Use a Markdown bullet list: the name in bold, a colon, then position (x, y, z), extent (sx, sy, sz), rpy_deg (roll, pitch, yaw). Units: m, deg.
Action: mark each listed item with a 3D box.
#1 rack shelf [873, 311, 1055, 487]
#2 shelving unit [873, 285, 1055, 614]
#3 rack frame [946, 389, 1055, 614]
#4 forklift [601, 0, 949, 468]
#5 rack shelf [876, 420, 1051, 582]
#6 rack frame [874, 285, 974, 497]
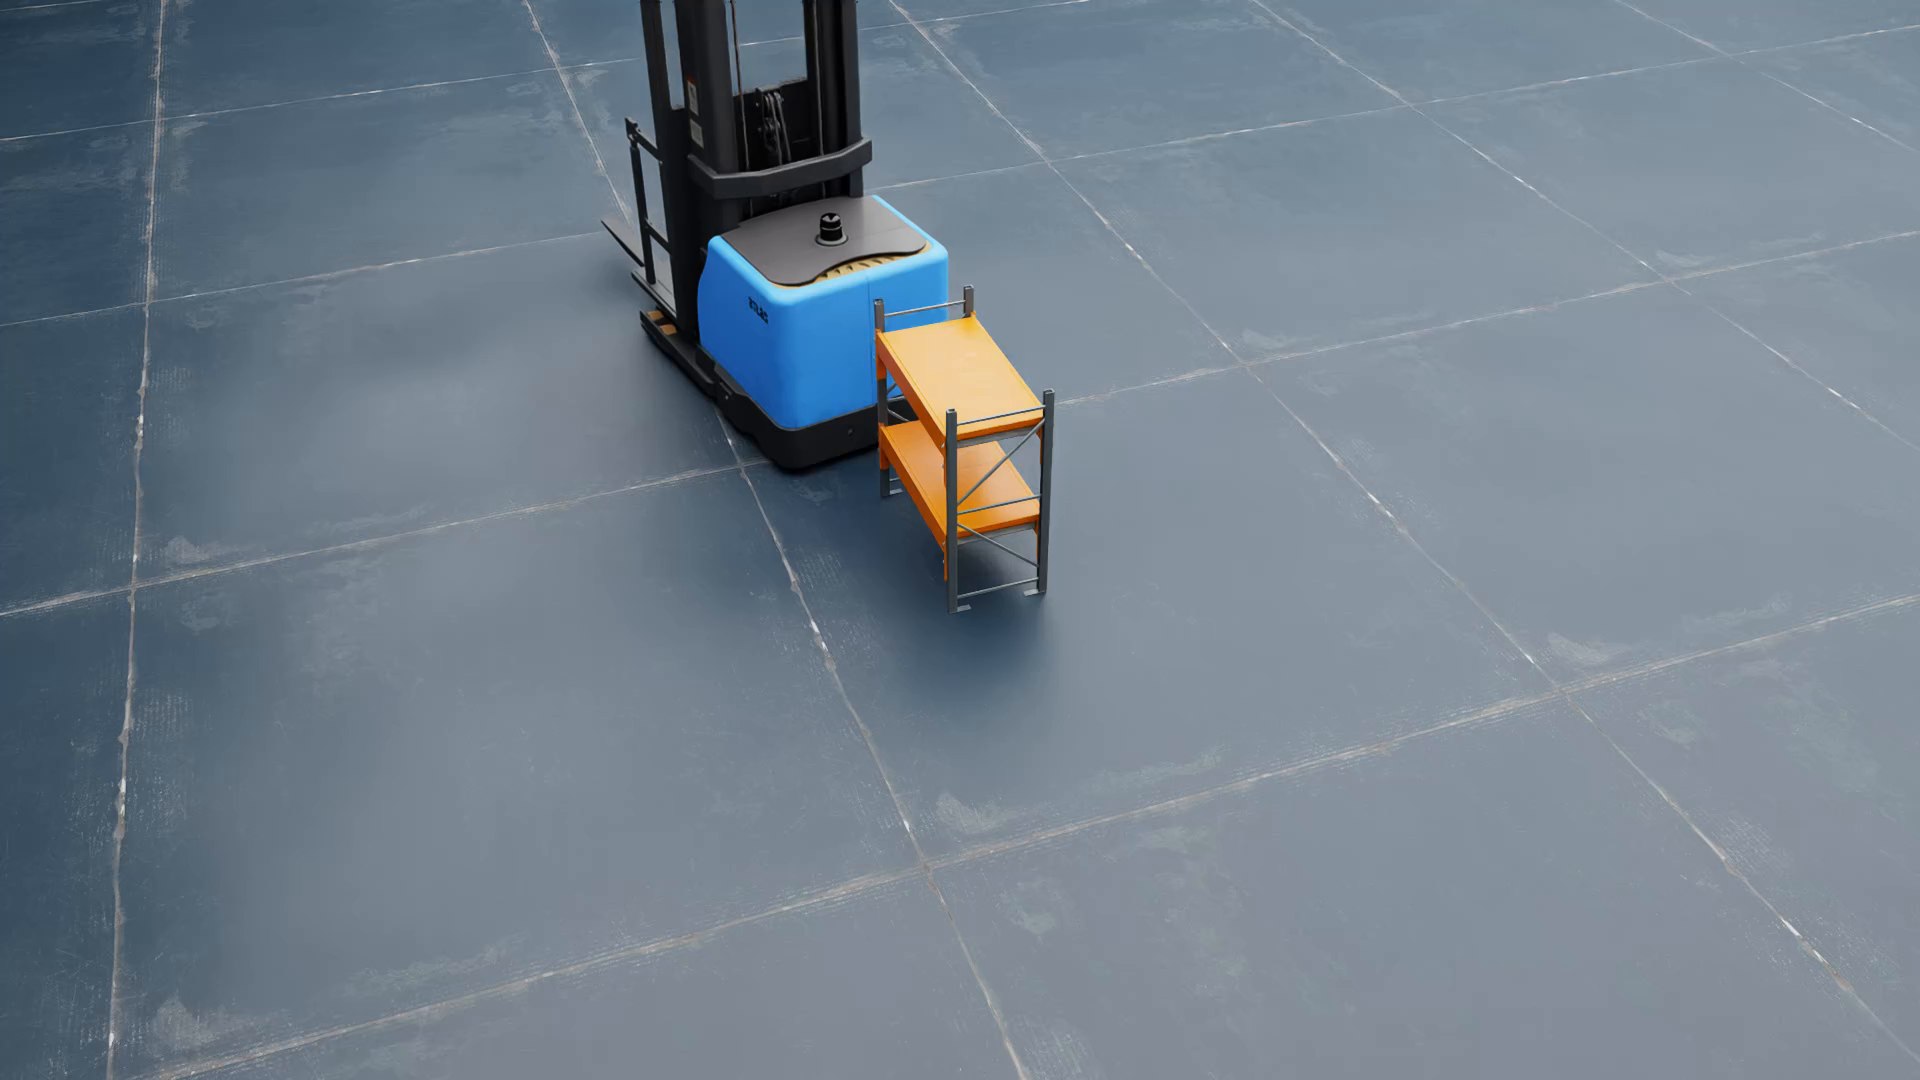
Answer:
- **rack shelf**: position (0.002, -0.679, 7.791), extent (0.538, 0.278, 1.000), rpy_deg (-12, 39, -16)
- **shelving unit**: position (0.002, -0.445, 7.967), extent (0.538, 1.125, 1.048), rpy_deg (-12, 39, -16)
- **rack frame**: position (0.177, -0.158, 7.586), extent (0.500, 1.125, 0.032), rpy_deg (-12, 39, -16)
- **forklift**: position (-1.241, -2.405, 9.067), extent (1.130, 2.935, 3.031), rpy_deg (-20, 41, -25)
- **rack shelf**: position (0.002, -0.250, 8.114), extent (0.538, 0.278, 1.000), rpy_deg (-12, 39, -16)
- **rack frame**: position (-0.173, -0.733, 8.348), extent (0.500, 1.125, 0.032), rpy_deg (-12, 39, -16)
